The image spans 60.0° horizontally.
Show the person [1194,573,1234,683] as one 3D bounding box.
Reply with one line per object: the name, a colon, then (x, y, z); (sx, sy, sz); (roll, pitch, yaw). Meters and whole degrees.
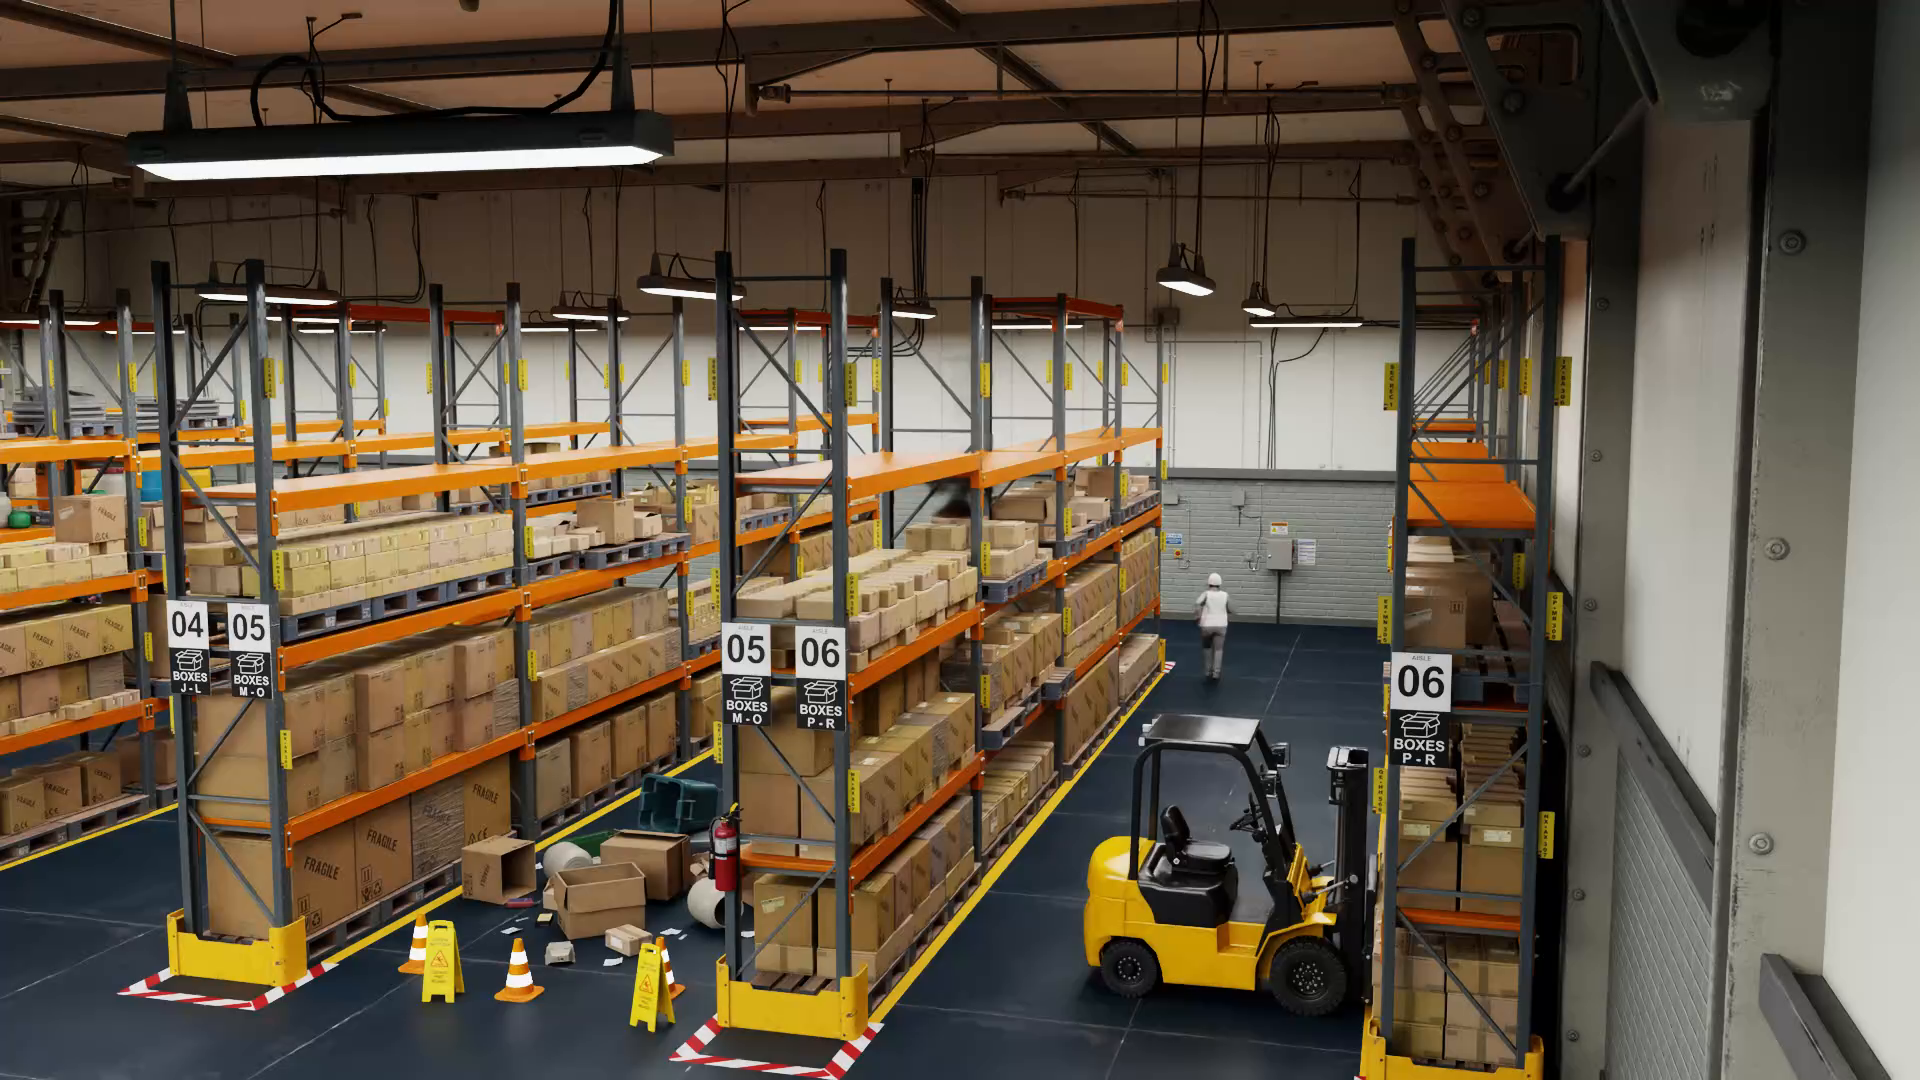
person: (4.092, 1.468, 26.801); (0.643, 1.855, 0.859); (1, 6, 6)
